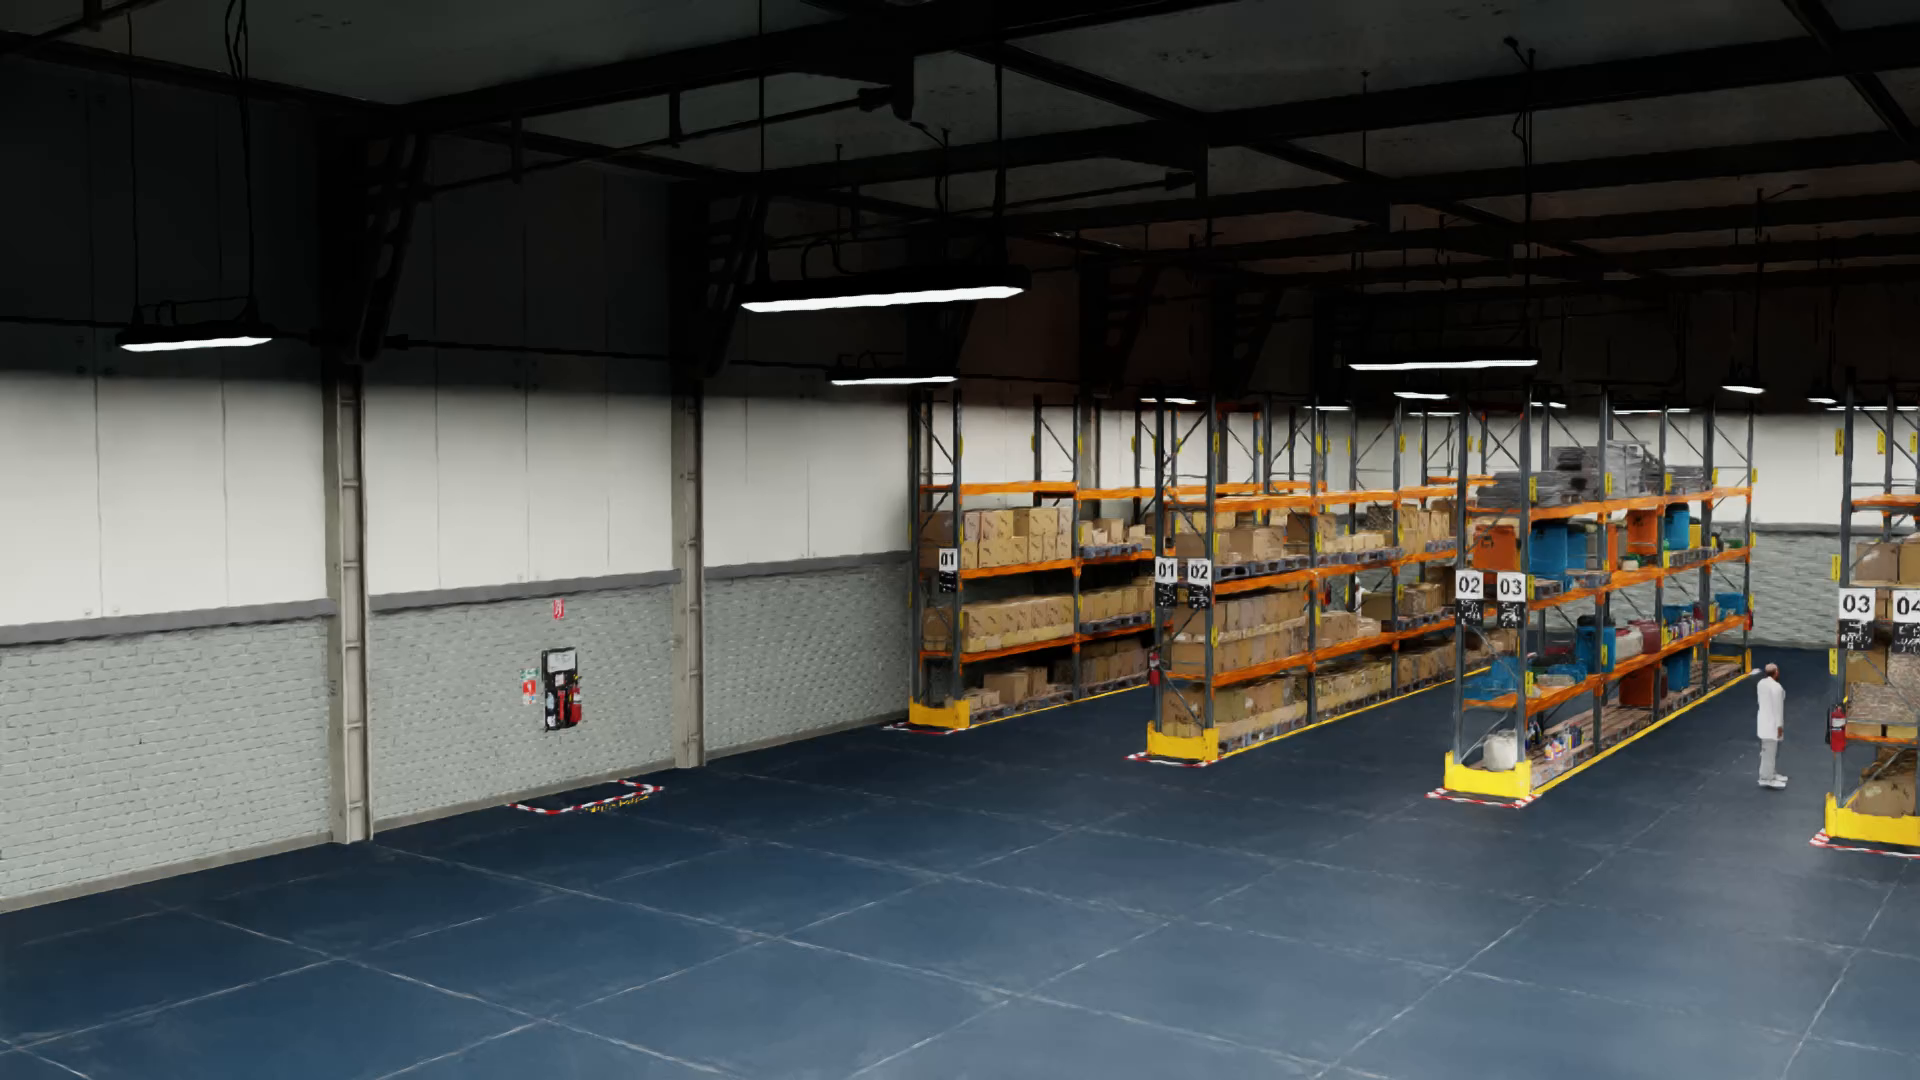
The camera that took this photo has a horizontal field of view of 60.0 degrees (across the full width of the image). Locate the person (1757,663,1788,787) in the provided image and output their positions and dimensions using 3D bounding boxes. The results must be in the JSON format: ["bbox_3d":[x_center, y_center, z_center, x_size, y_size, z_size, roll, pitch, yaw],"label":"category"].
[{"bbox_3d":[11.985,2.670,24.469,0.491,1.728,0.640,0,3,4],"label":"person"}]

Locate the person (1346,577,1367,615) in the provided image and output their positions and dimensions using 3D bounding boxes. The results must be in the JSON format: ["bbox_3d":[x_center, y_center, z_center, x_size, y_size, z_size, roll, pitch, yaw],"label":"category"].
[{"bbox_3d":[9.899,1.768,41.574,0.566,1.706,1.122,3,4,38],"label":"person"}]
